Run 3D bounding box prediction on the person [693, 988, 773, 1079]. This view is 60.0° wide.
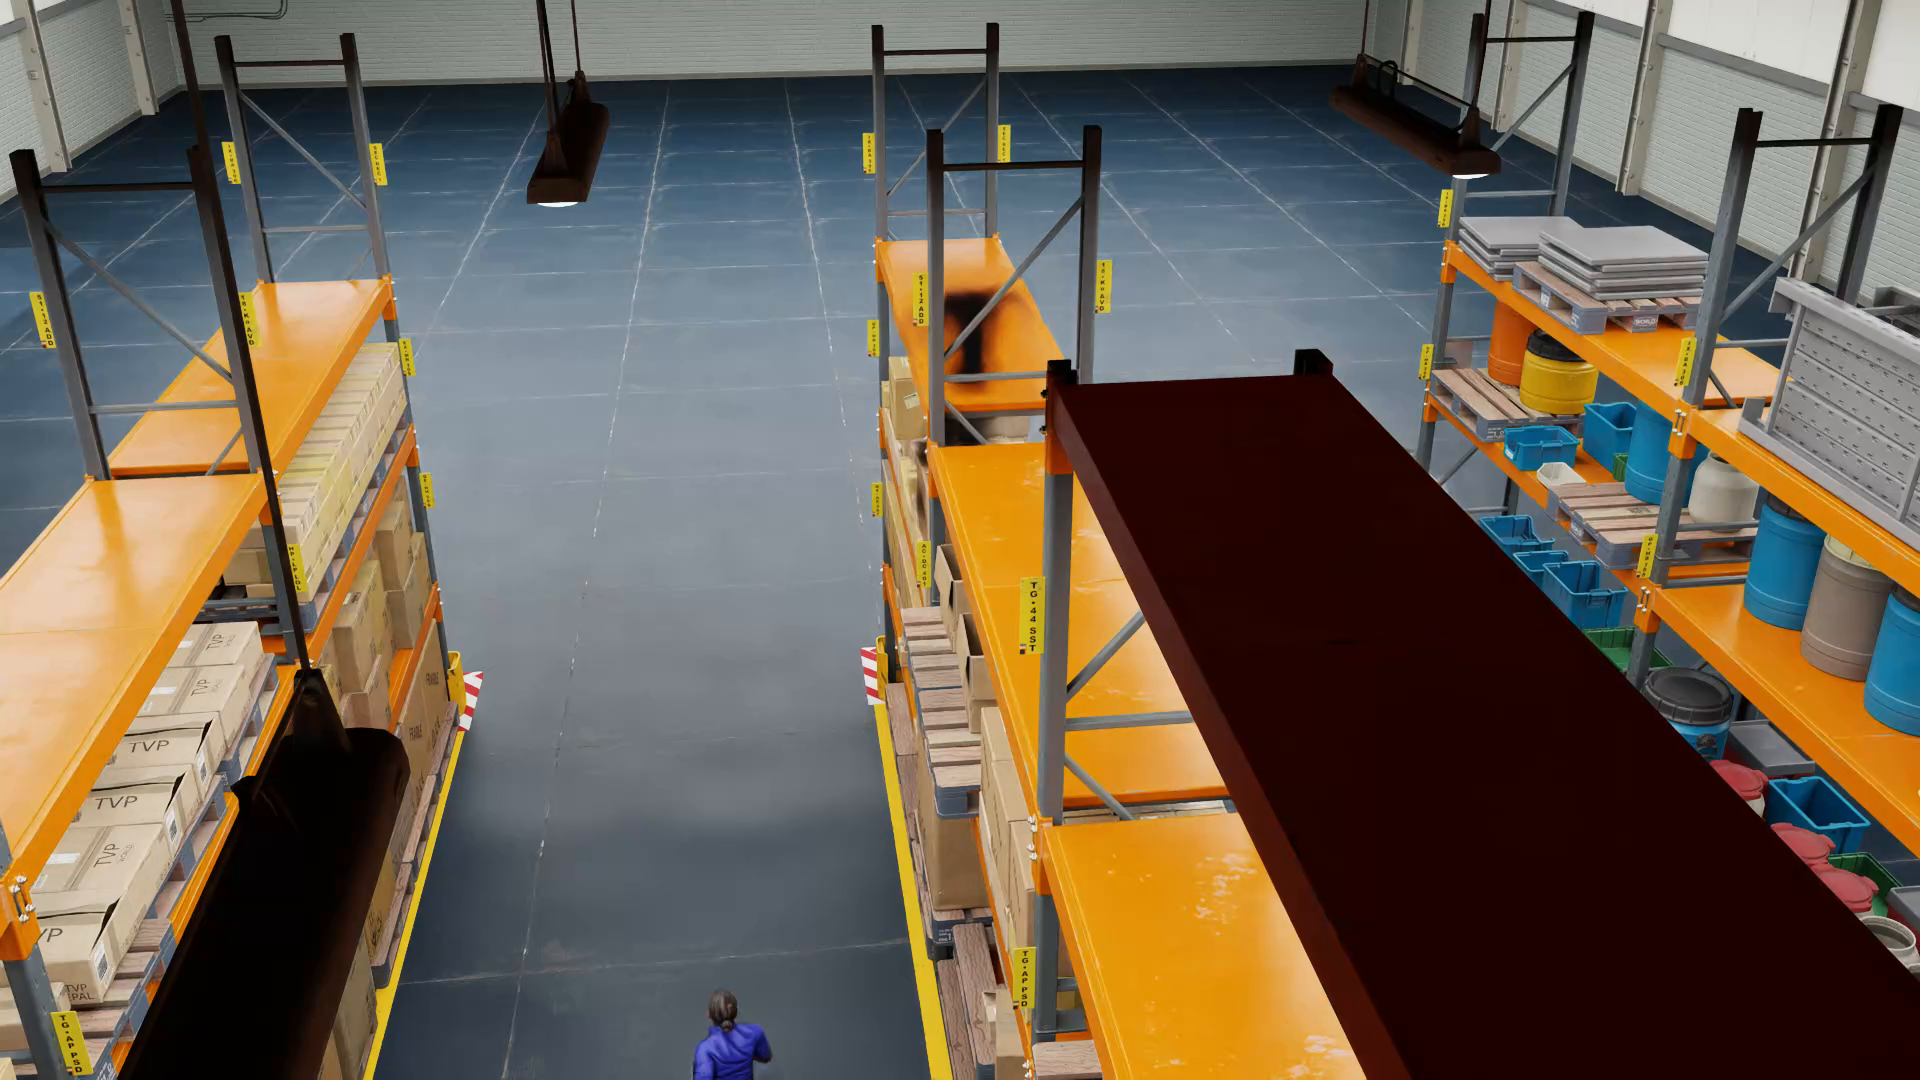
[{"bbox_3d":[-1.293,3.354,9.583,0.589,1.646,0.962,-12,28,-24],"label":"person"}]
